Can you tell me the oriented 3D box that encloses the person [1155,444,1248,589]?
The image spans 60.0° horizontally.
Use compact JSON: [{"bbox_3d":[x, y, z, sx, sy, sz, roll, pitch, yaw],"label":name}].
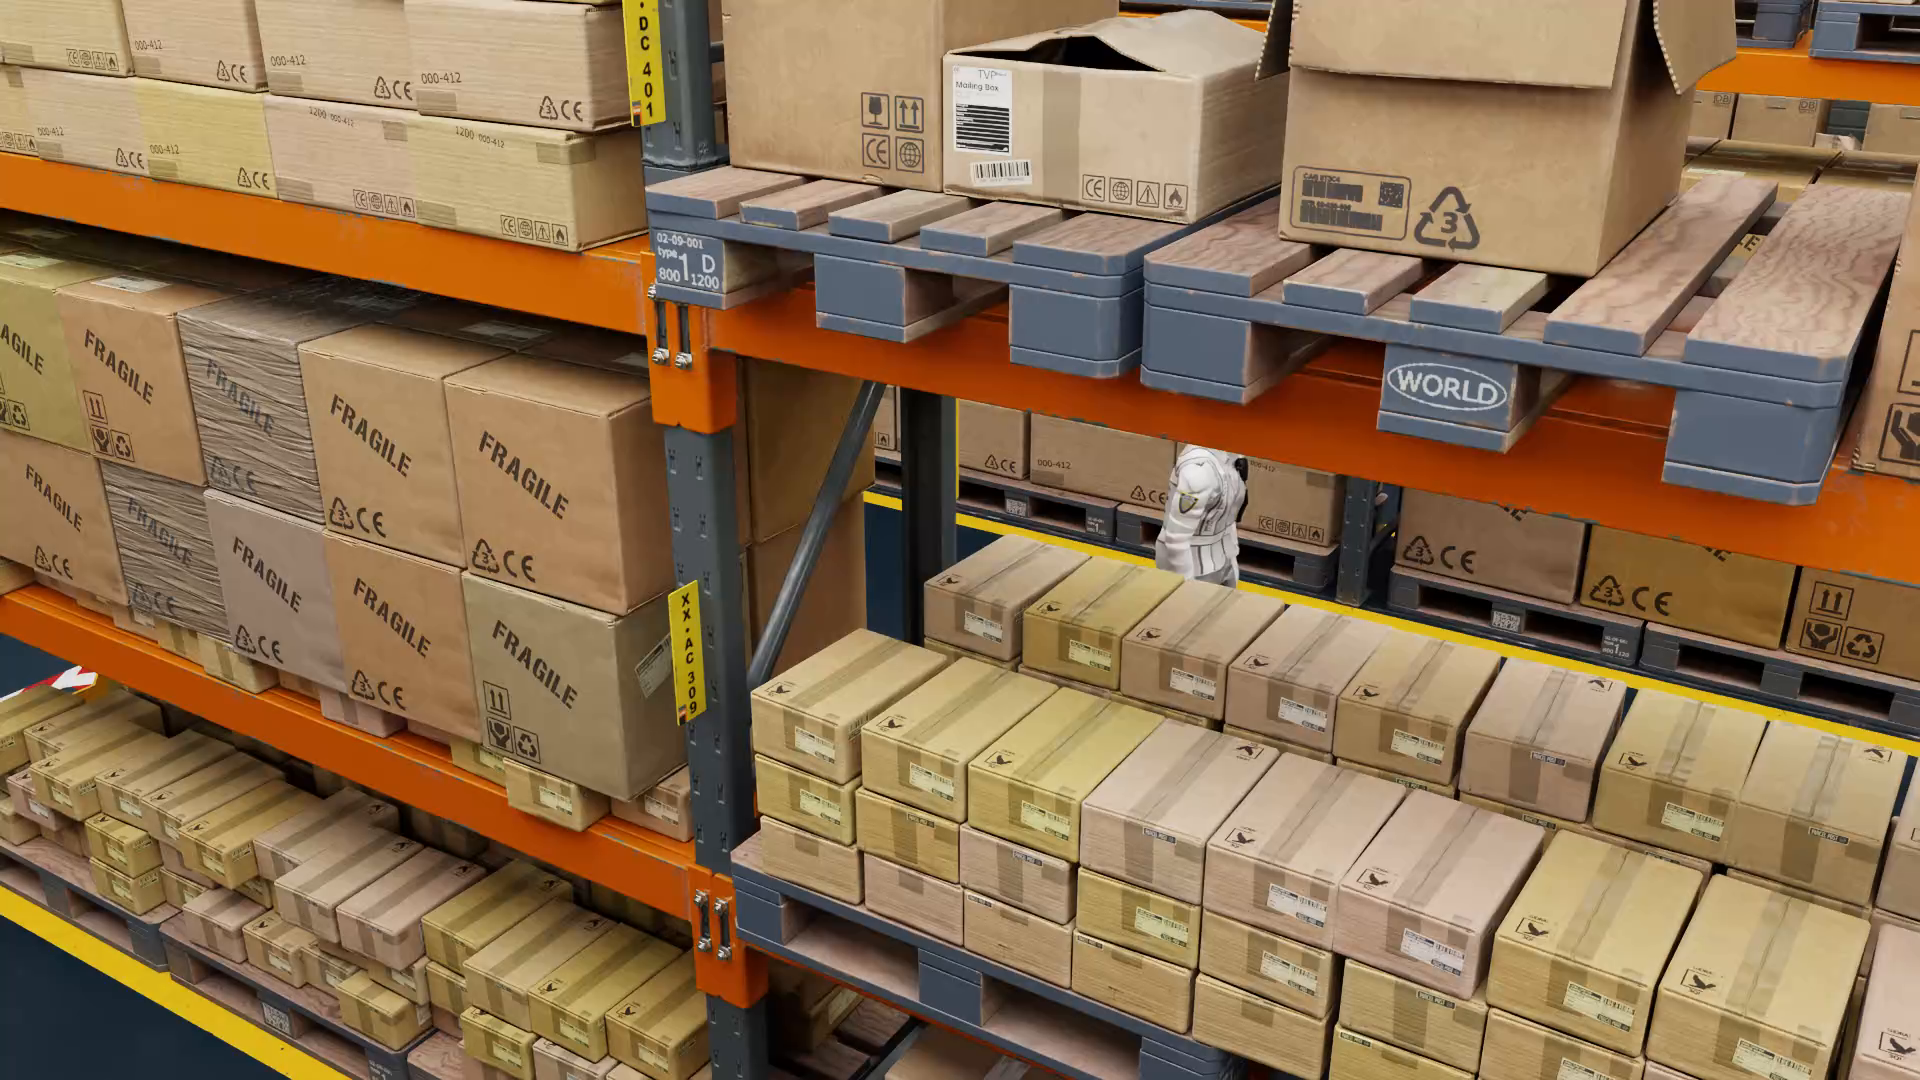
[{"bbox_3d":[0.994,0.145,6.755,0.373,1.663,0.526,13,27,28],"label":"person"}]
